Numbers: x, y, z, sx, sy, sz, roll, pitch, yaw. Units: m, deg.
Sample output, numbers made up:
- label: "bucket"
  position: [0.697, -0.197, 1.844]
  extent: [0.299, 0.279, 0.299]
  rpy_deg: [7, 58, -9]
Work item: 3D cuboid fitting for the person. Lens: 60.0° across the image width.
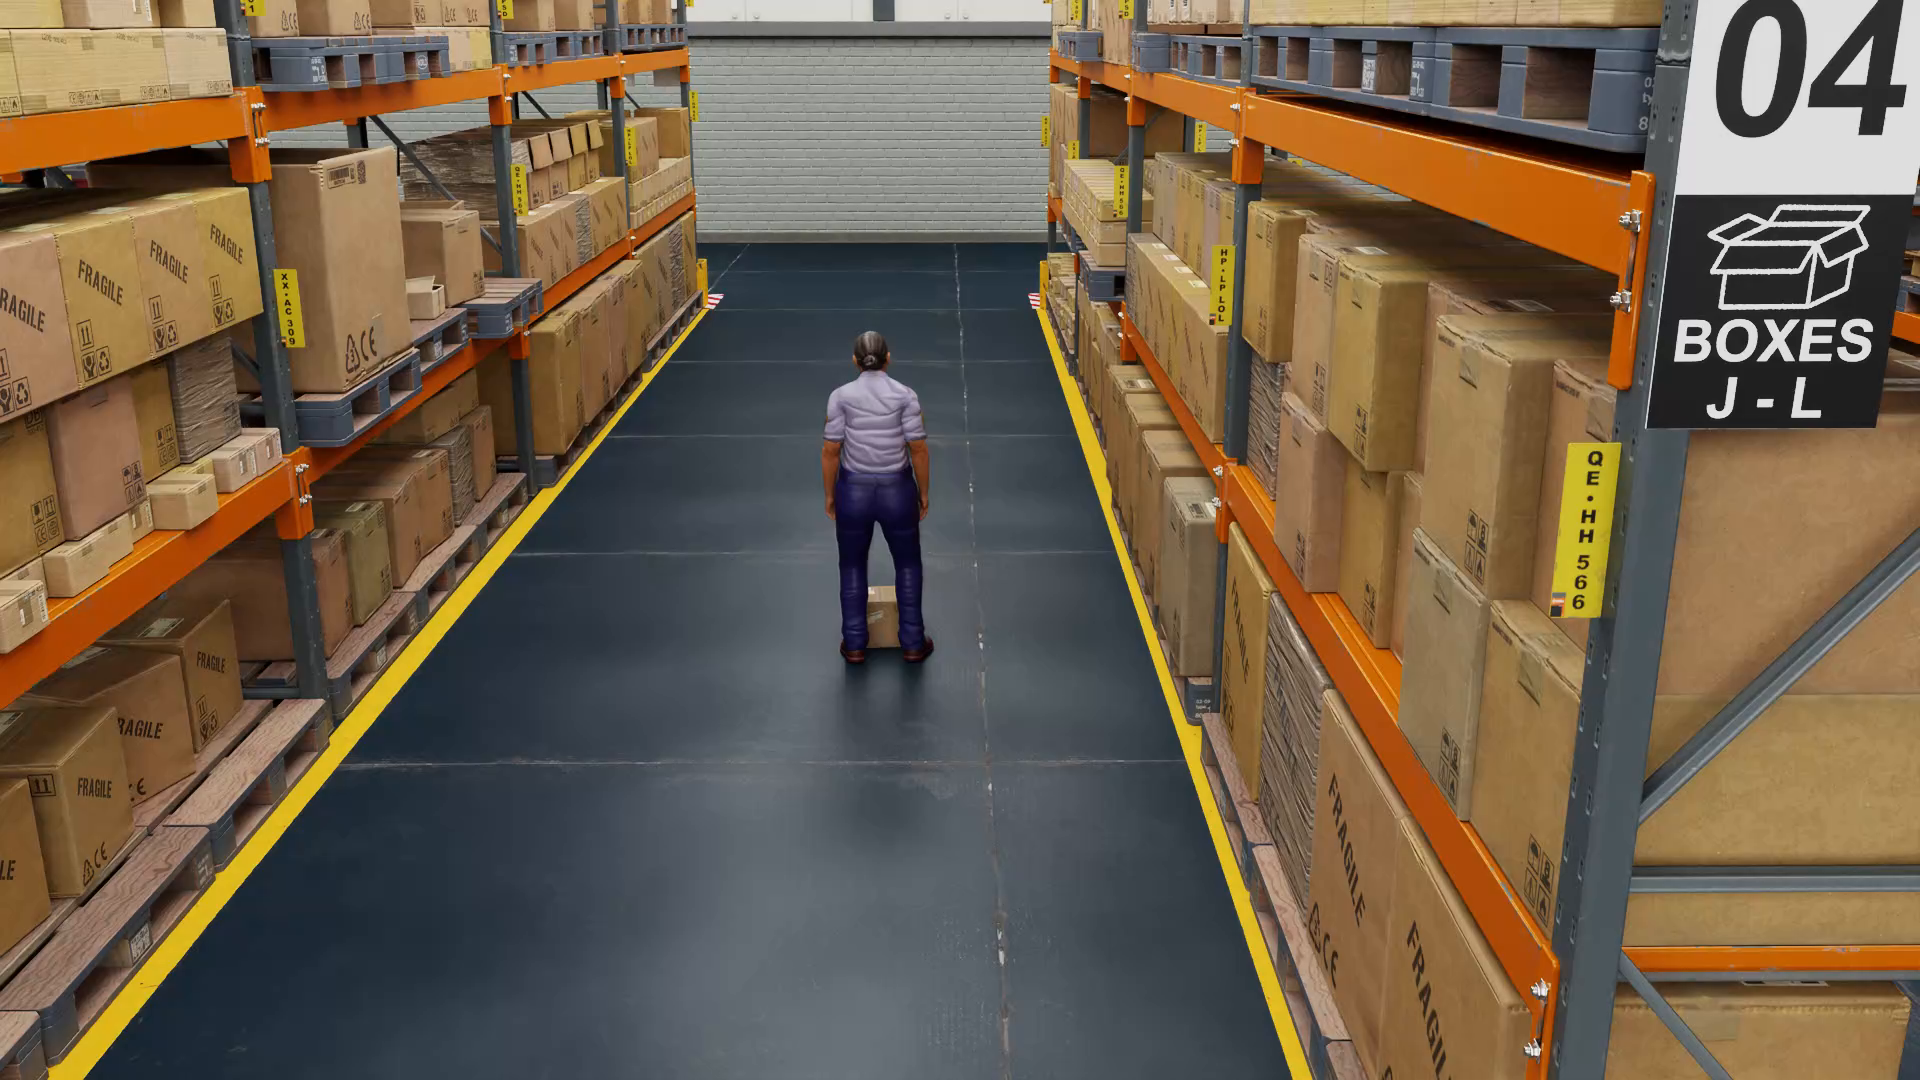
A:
- label: "person"
  position: [-0.404, -0.200, 8.203]
  extent: [0.542, 1.652, 0.368]
  rpy_deg: [0, 17, -1]
